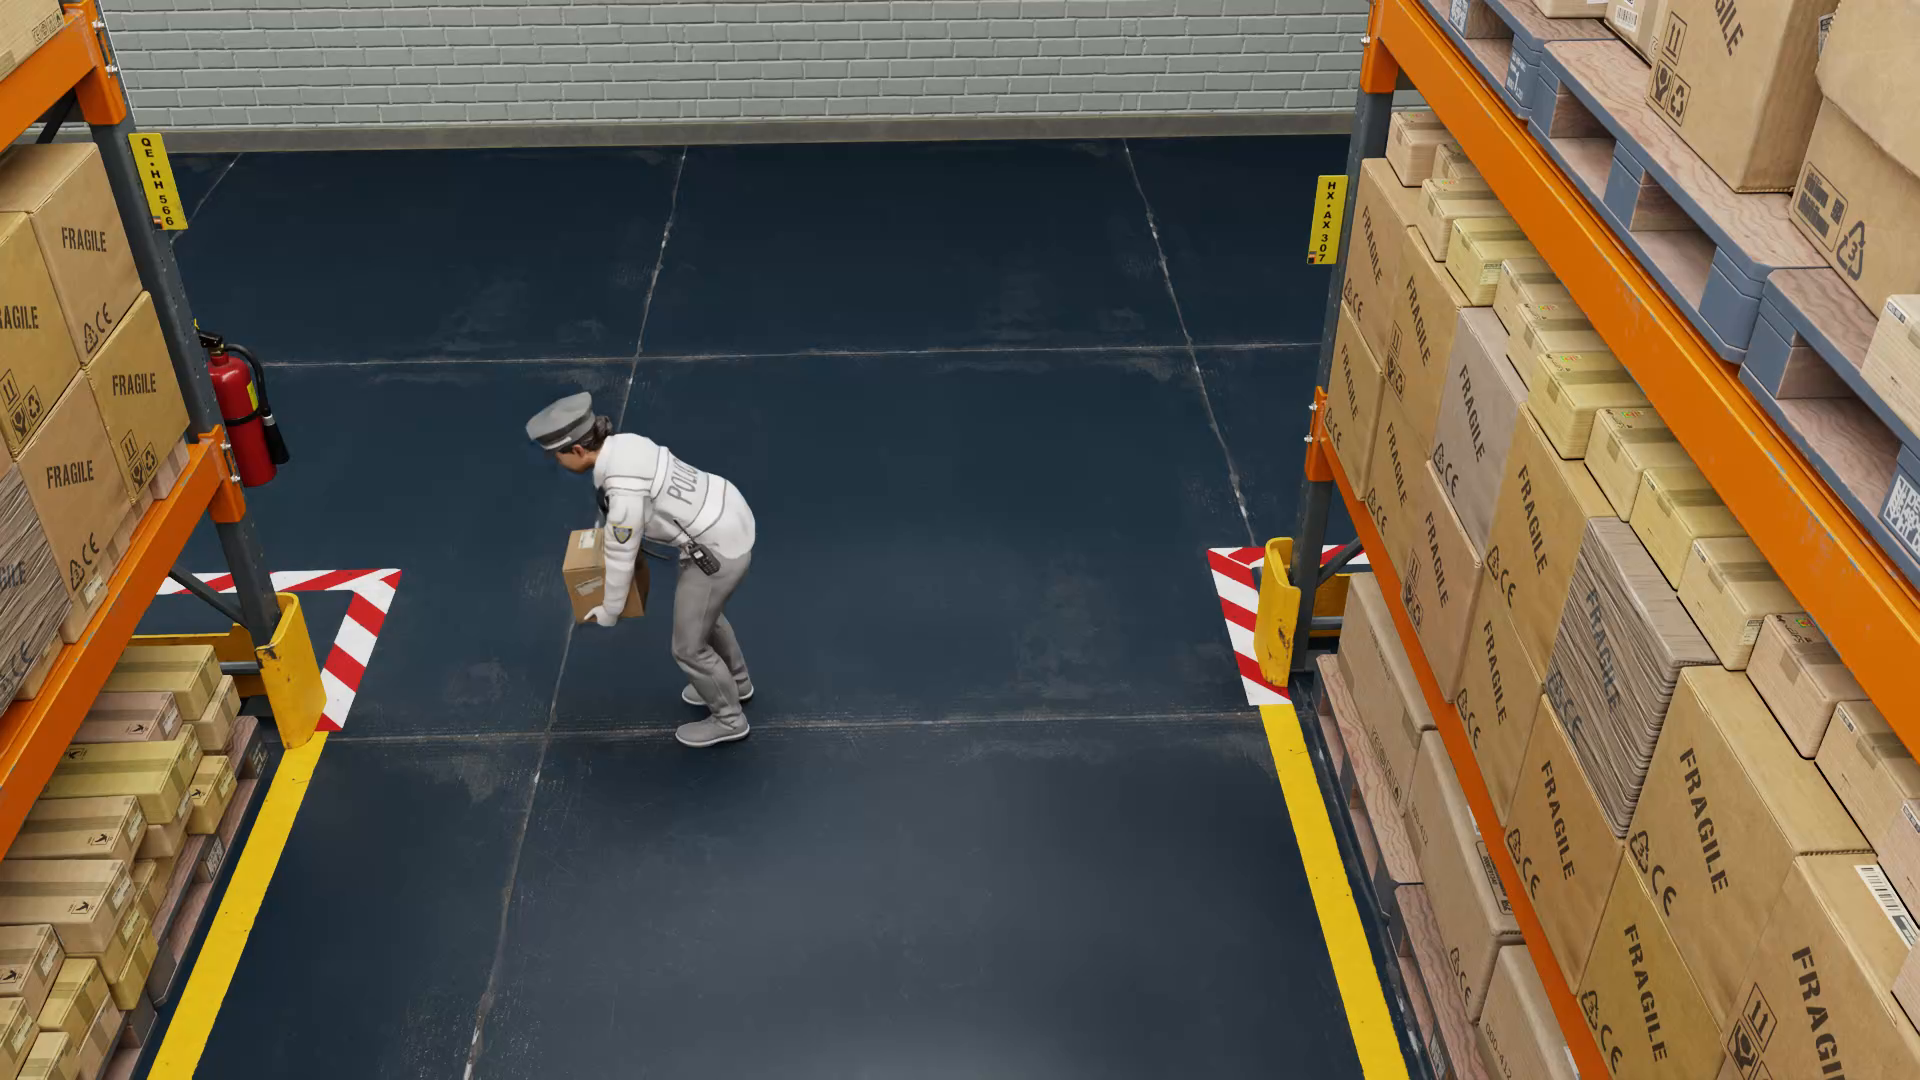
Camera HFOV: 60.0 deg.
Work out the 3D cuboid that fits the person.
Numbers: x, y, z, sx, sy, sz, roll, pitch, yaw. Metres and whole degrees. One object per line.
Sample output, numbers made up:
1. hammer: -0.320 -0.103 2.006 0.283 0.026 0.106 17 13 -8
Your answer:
1. person: -1.126 0.115 6.155 0.757 1.473 0.416 -2 36 -3
